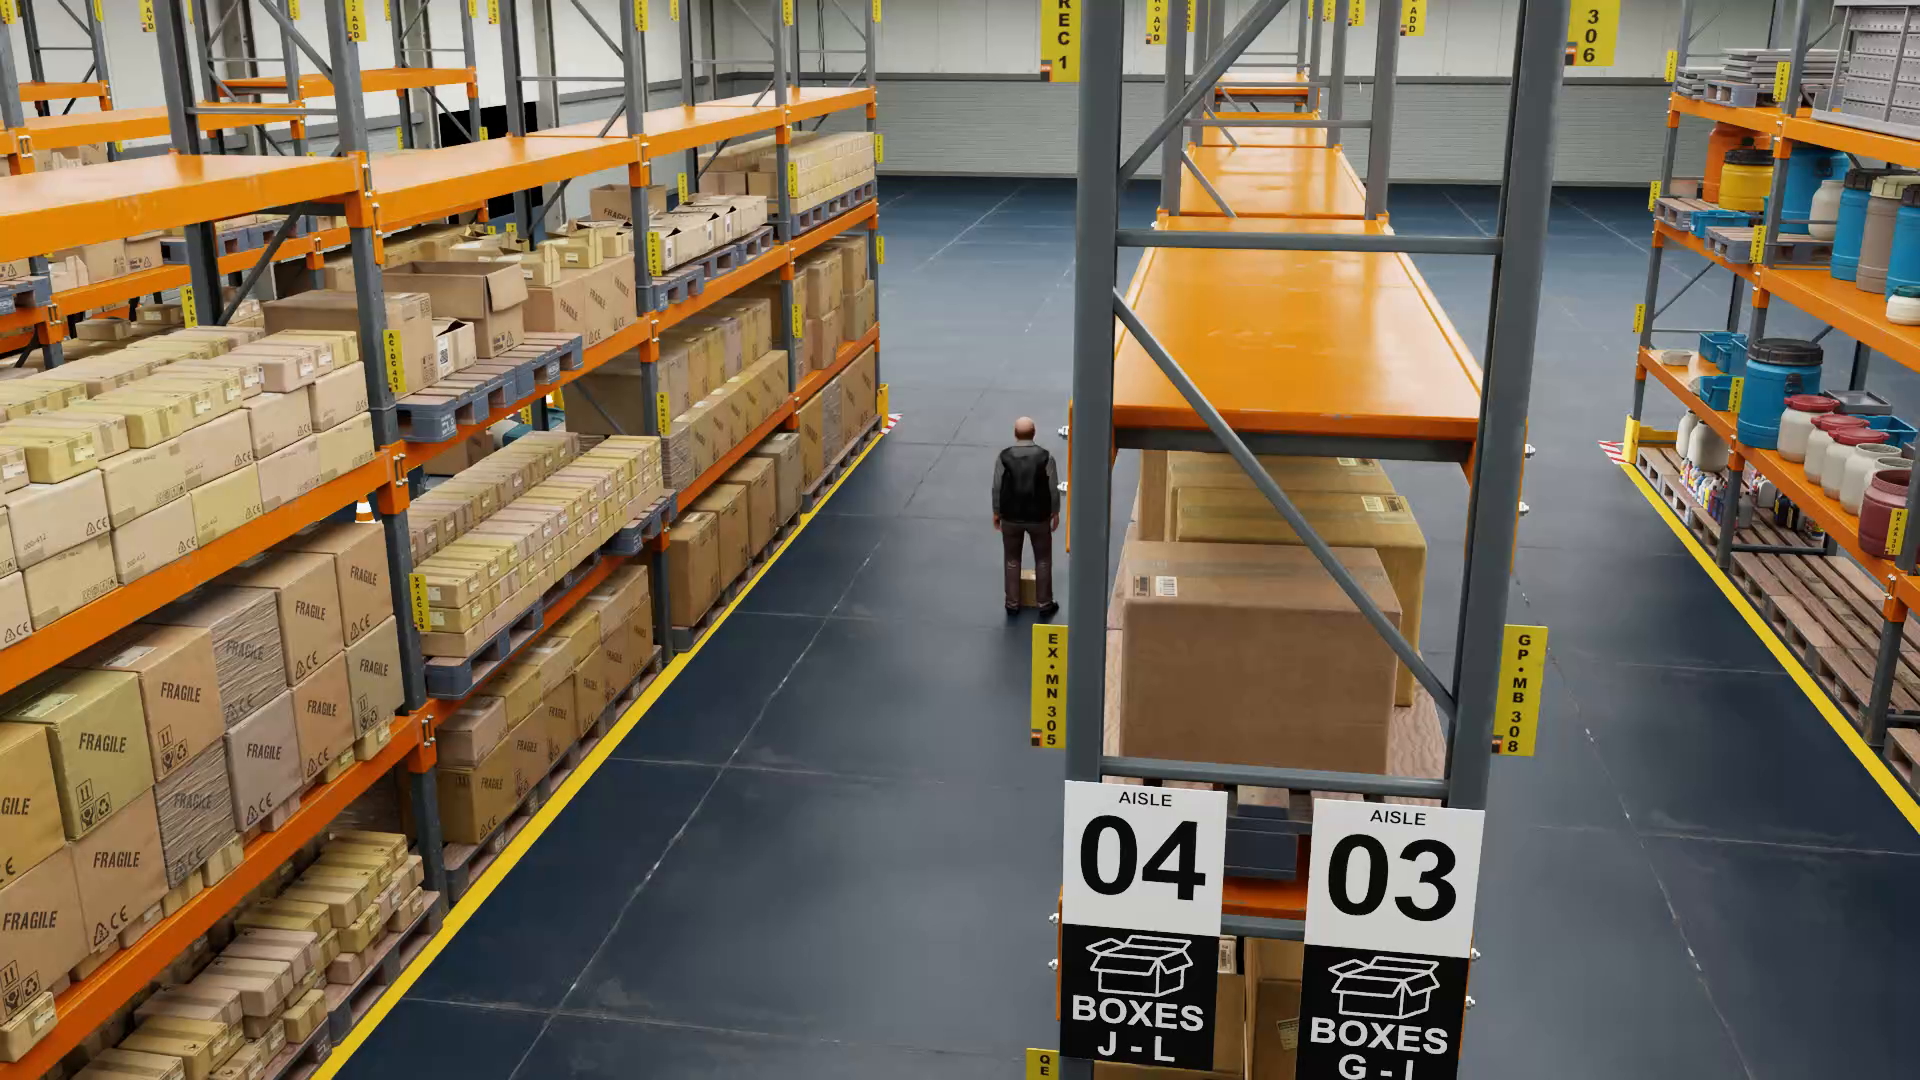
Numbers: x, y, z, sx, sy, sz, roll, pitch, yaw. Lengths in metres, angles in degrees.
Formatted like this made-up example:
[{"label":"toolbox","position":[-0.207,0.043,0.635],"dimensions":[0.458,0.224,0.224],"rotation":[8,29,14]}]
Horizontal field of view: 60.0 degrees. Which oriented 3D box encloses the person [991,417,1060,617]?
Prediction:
[{"label":"person","position":[0.562,-0.190,14.174],"dimensions":[0.589,1.720,0.422],"rotation":[2,18,5]}]
